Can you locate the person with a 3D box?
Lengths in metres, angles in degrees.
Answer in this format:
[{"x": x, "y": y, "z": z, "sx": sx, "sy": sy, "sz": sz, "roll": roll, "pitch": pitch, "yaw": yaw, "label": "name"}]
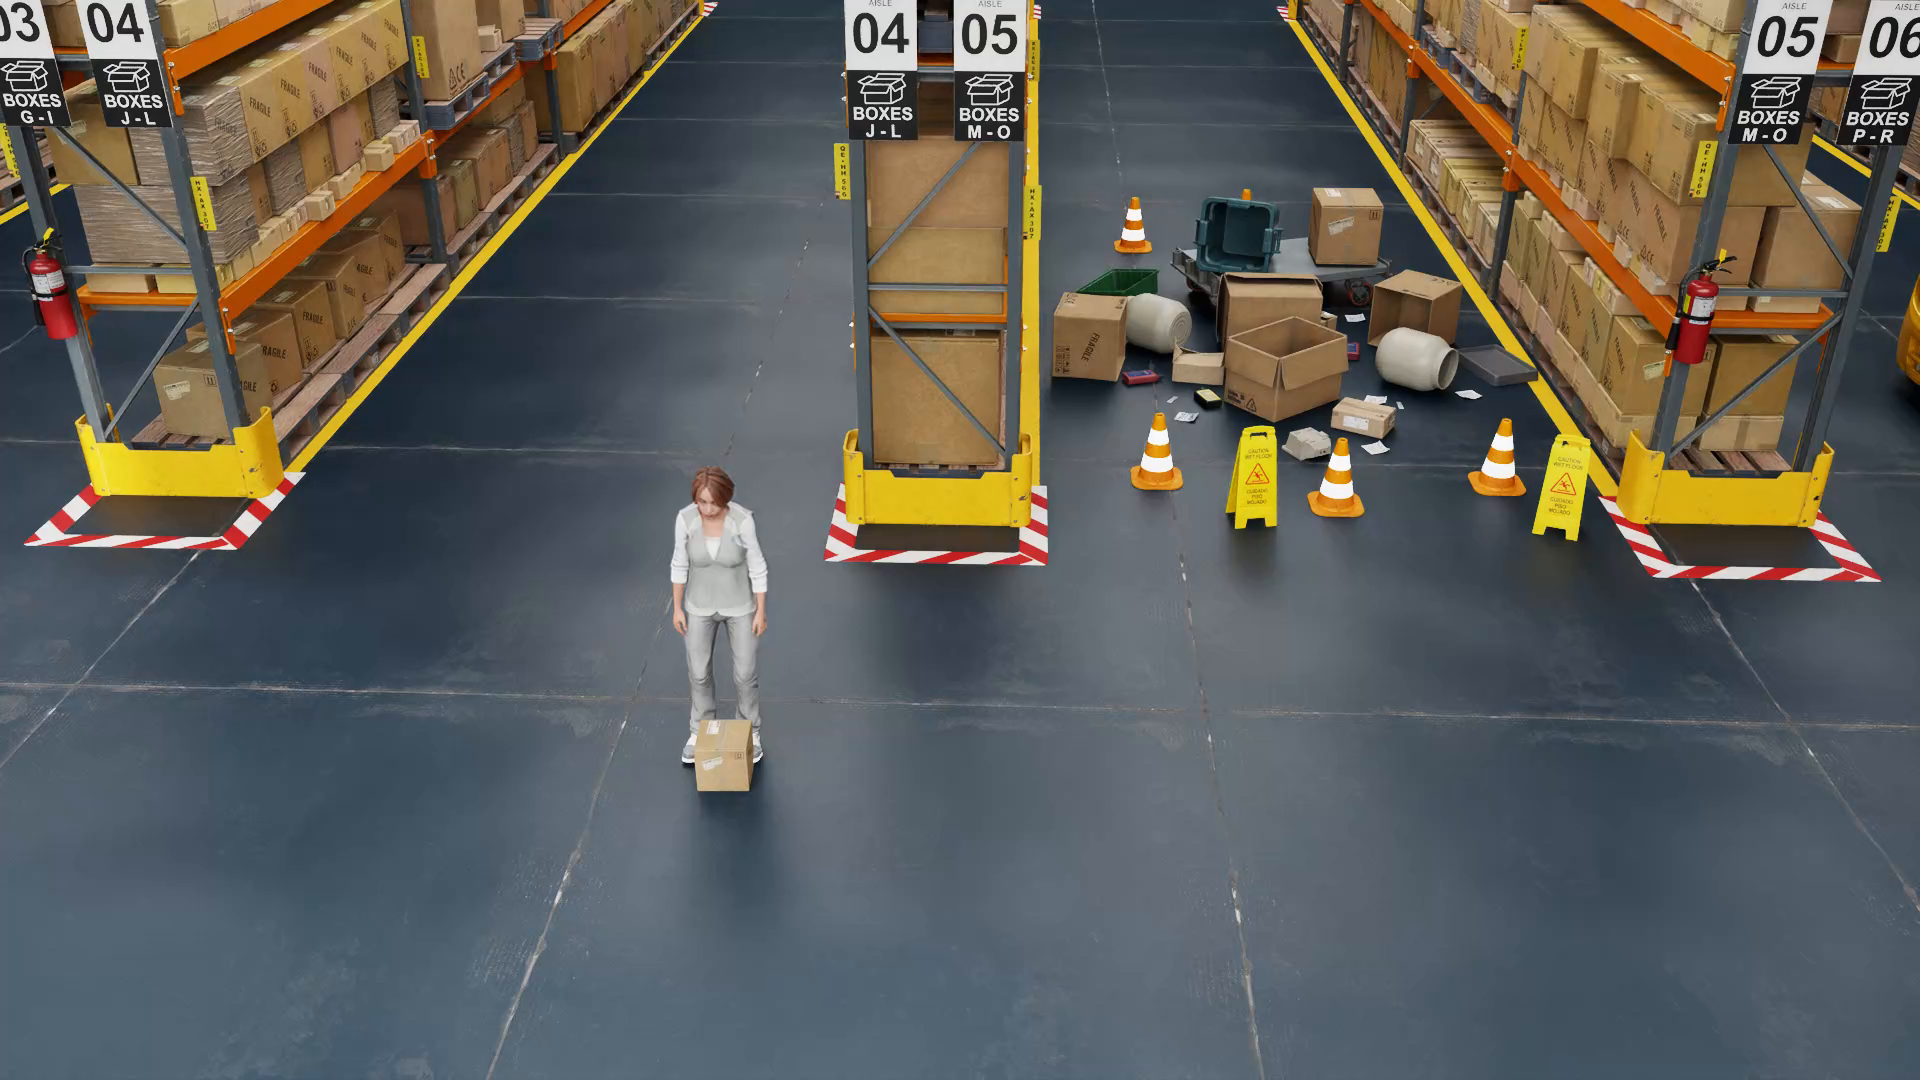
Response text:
[{"x": -1.149, "y": 0.346, "z": 7.993, "sx": 0.462, "sy": 1.593, "sz": 0.344, "roll": 1, "pitch": 28, "yaw": 2, "label": "person"}]
